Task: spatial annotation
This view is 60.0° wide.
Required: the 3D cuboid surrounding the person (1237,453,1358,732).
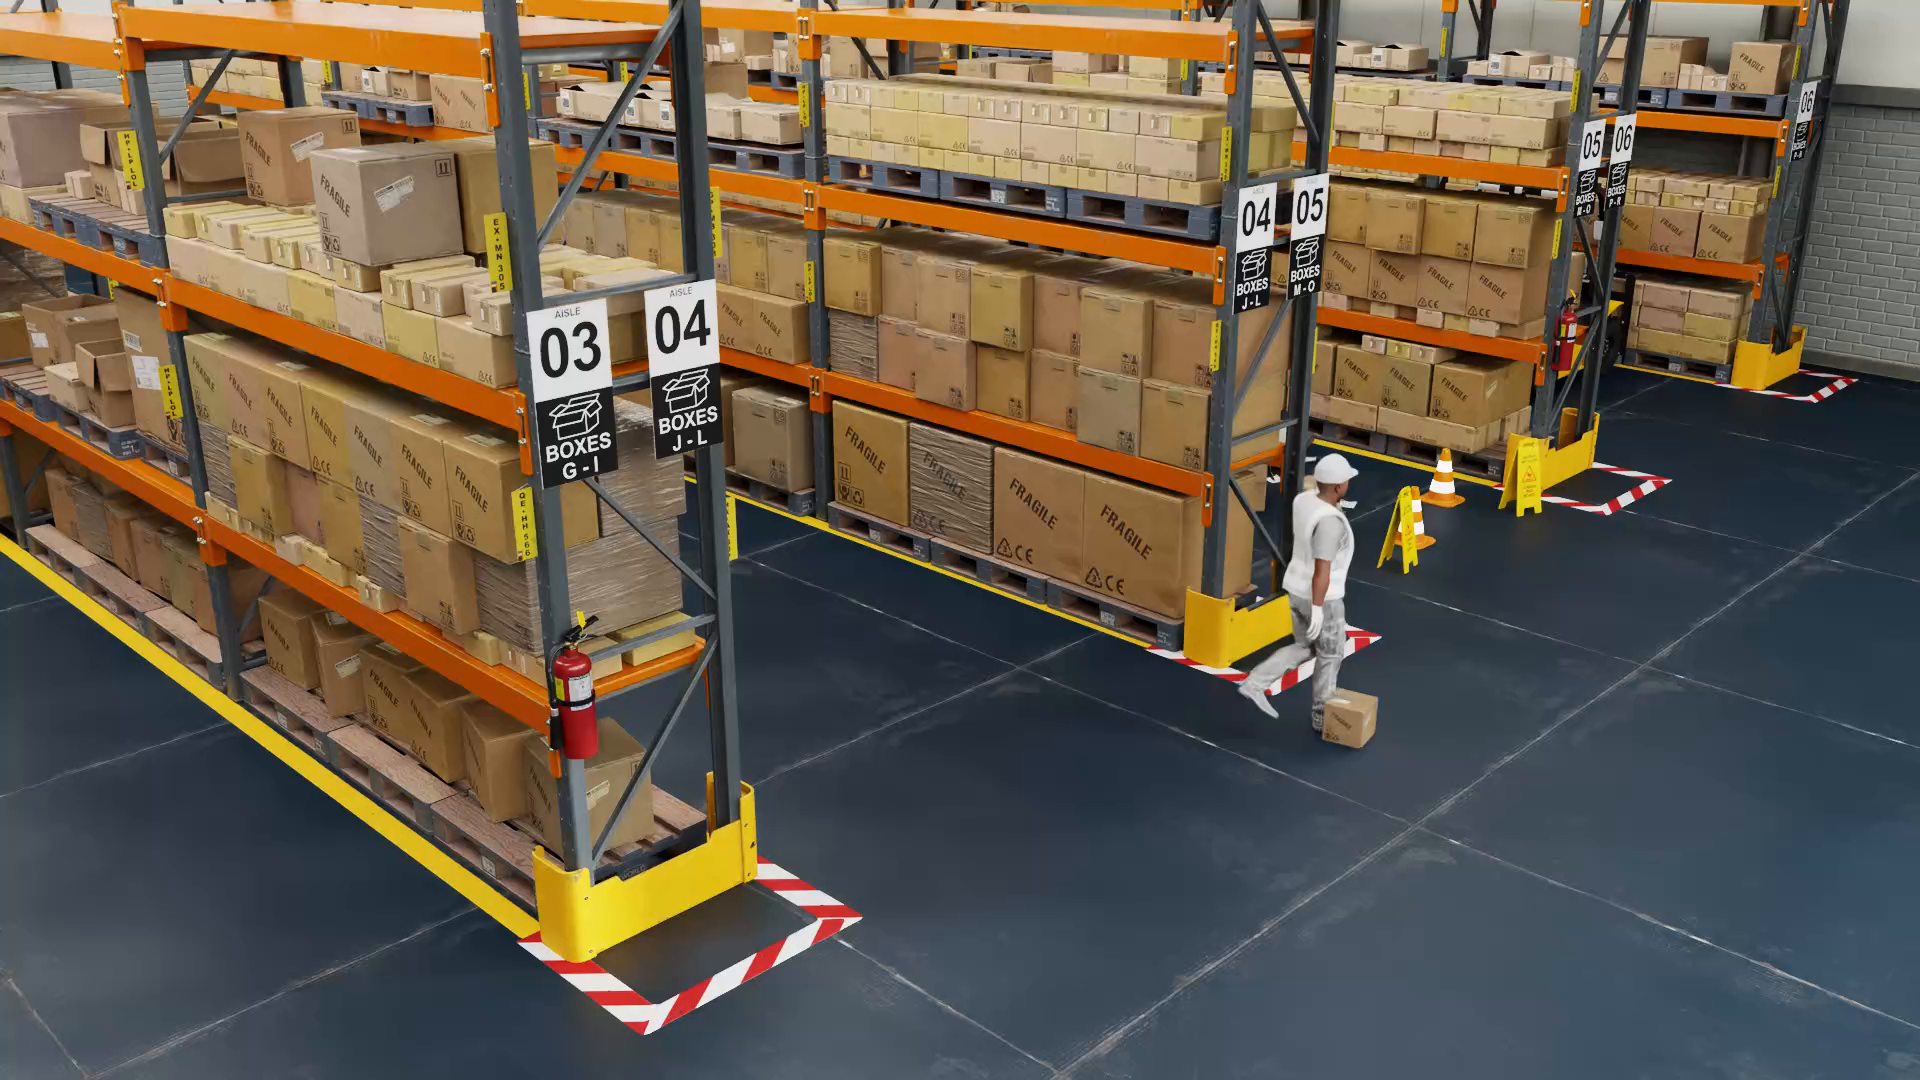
[{"bbox_3d":[2.102,0.336,10.152,0.795,1.765,0.631,-4,21,-10],"label":"person"}]
